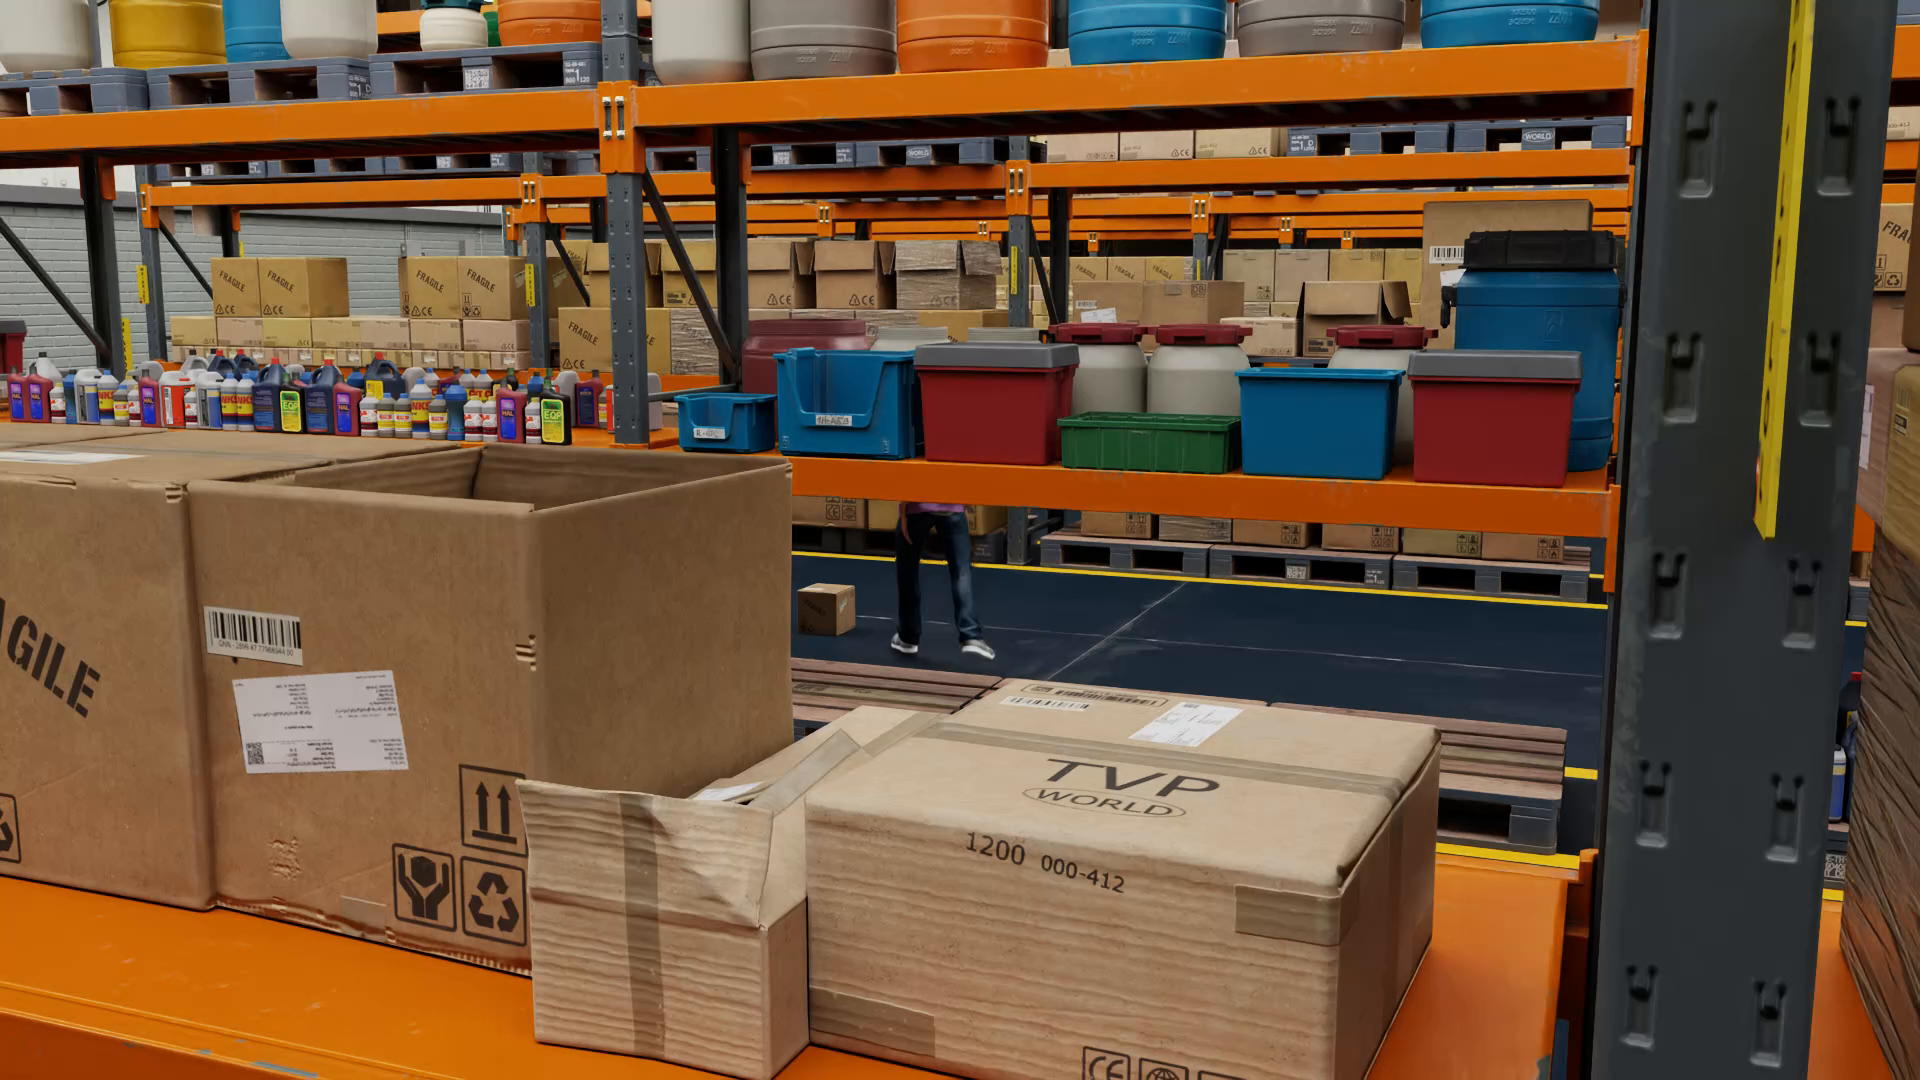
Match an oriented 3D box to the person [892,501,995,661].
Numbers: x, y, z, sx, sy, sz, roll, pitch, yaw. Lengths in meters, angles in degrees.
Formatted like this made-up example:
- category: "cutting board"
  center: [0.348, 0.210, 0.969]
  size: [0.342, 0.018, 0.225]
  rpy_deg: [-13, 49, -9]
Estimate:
- category: "person"
  center: [-0.110, -0.134, 8.737]
  size: [0.466, 1.567, 0.867]
  rpy_deg: [-2, 9, -14]
